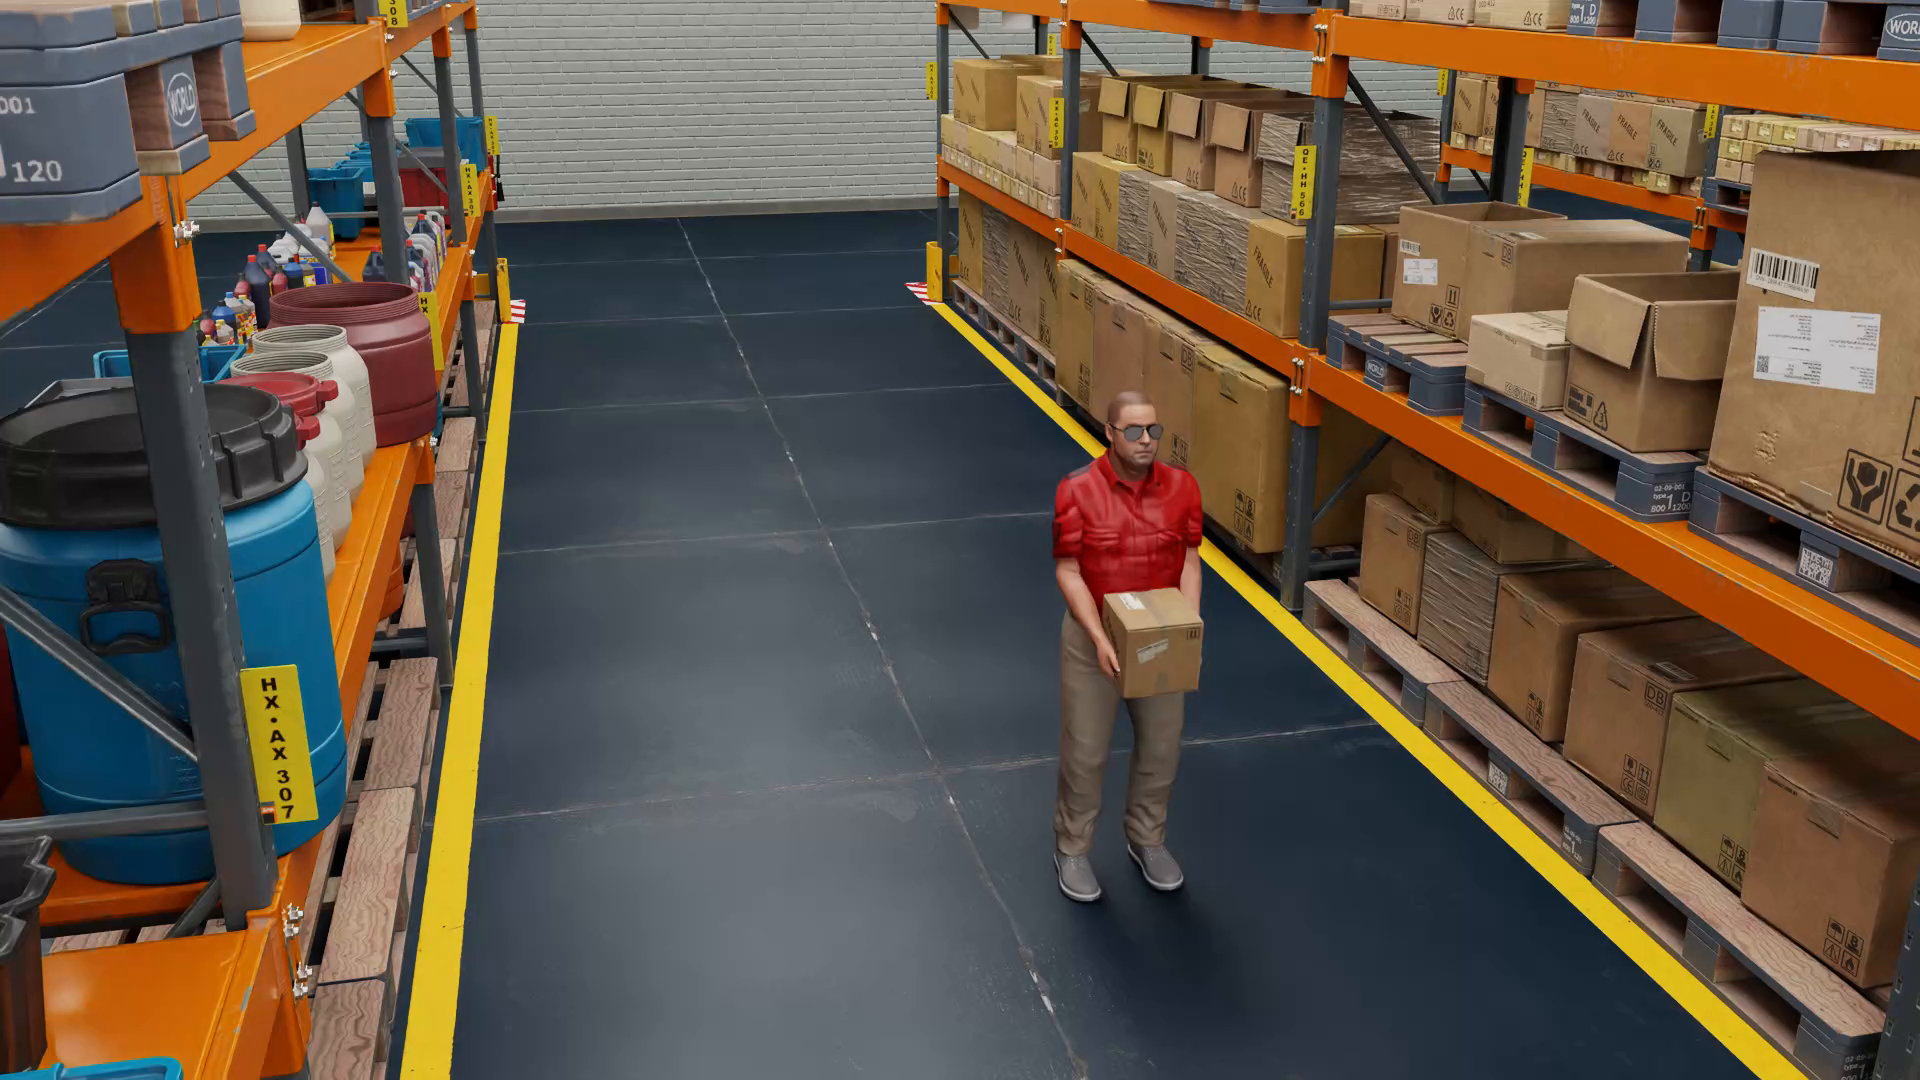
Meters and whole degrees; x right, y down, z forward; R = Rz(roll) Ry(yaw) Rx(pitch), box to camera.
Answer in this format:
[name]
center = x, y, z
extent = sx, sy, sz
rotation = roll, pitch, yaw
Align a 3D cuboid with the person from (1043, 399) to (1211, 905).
[person]
center = 0.564, 0.356, 5.584
extent = 0.588, 1.726, 0.389
rotation = -5, 20, -13
